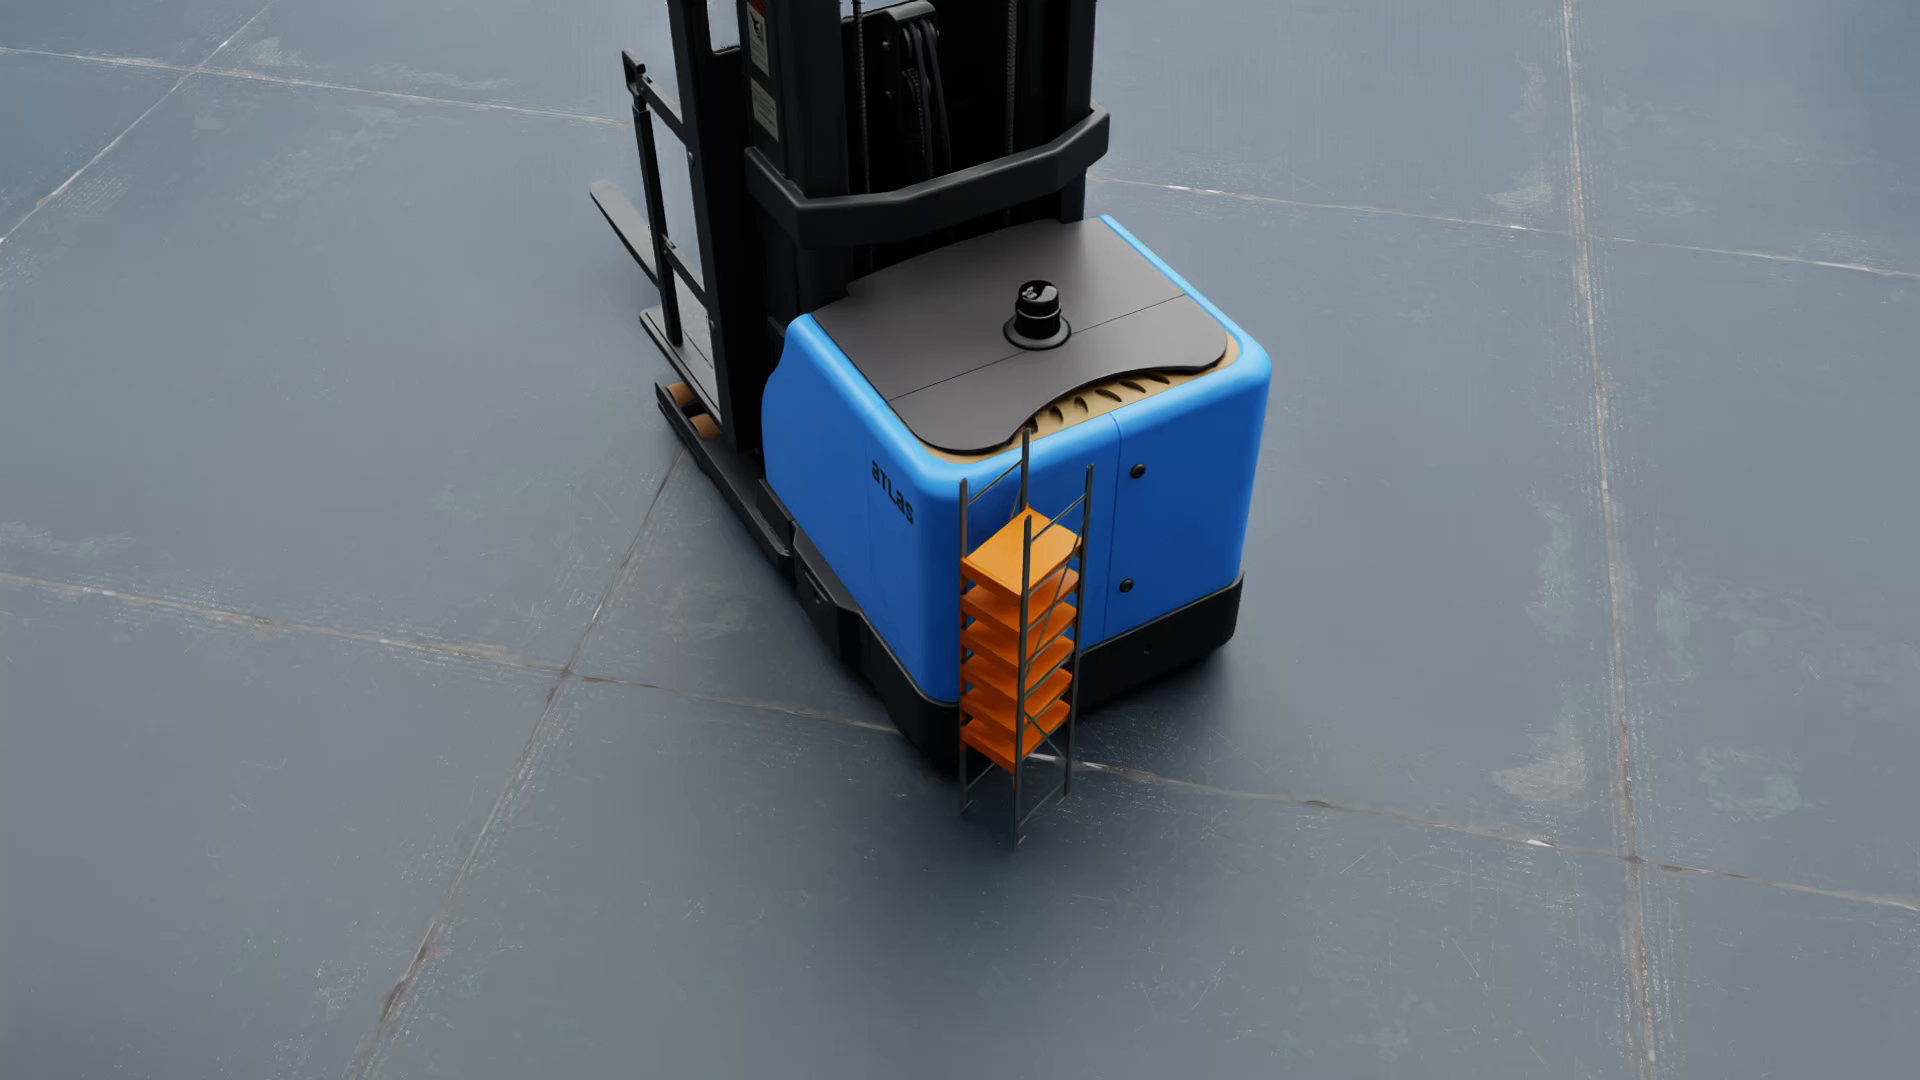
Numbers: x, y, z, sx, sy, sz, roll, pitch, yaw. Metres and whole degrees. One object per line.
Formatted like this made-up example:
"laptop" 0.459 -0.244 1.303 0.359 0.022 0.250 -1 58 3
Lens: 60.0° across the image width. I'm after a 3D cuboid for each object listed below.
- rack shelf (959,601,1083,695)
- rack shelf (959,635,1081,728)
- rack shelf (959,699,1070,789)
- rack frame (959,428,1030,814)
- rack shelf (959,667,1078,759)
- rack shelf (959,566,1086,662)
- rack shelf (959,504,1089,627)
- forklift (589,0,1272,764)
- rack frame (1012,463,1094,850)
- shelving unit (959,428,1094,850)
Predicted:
"rack shelf" 0.148 0.229 4.038 0.180 0.103 0.258 31 52 28
"rack shelf" 0.148 0.315 4.121 0.180 0.103 0.258 31 52 28
"rack shelf" 0.148 0.488 4.288 0.180 0.103 0.258 31 52 28
"rack frame" 0.079 0.242 4.134 0.006 1.200 0.240 31 52 28
"rack shelf" 0.148 0.402 4.205 0.180 0.103 0.258 31 52 28
"rack shelf" 0.148 0.142 3.955 0.180 0.103 0.258 31 52 28
"rack shelf" 0.148 0.056 3.872 0.180 0.103 0.258 31 52 28
"forklift" -0.365 -1.459 4.652 1.130 2.935 3.031 -22 48 -21
"rack frame" 0.218 0.324 4.048 0.006 1.200 0.240 31 52 28
"shelving unit" 0.148 0.283 4.091 0.189 1.200 0.258 31 52 28
